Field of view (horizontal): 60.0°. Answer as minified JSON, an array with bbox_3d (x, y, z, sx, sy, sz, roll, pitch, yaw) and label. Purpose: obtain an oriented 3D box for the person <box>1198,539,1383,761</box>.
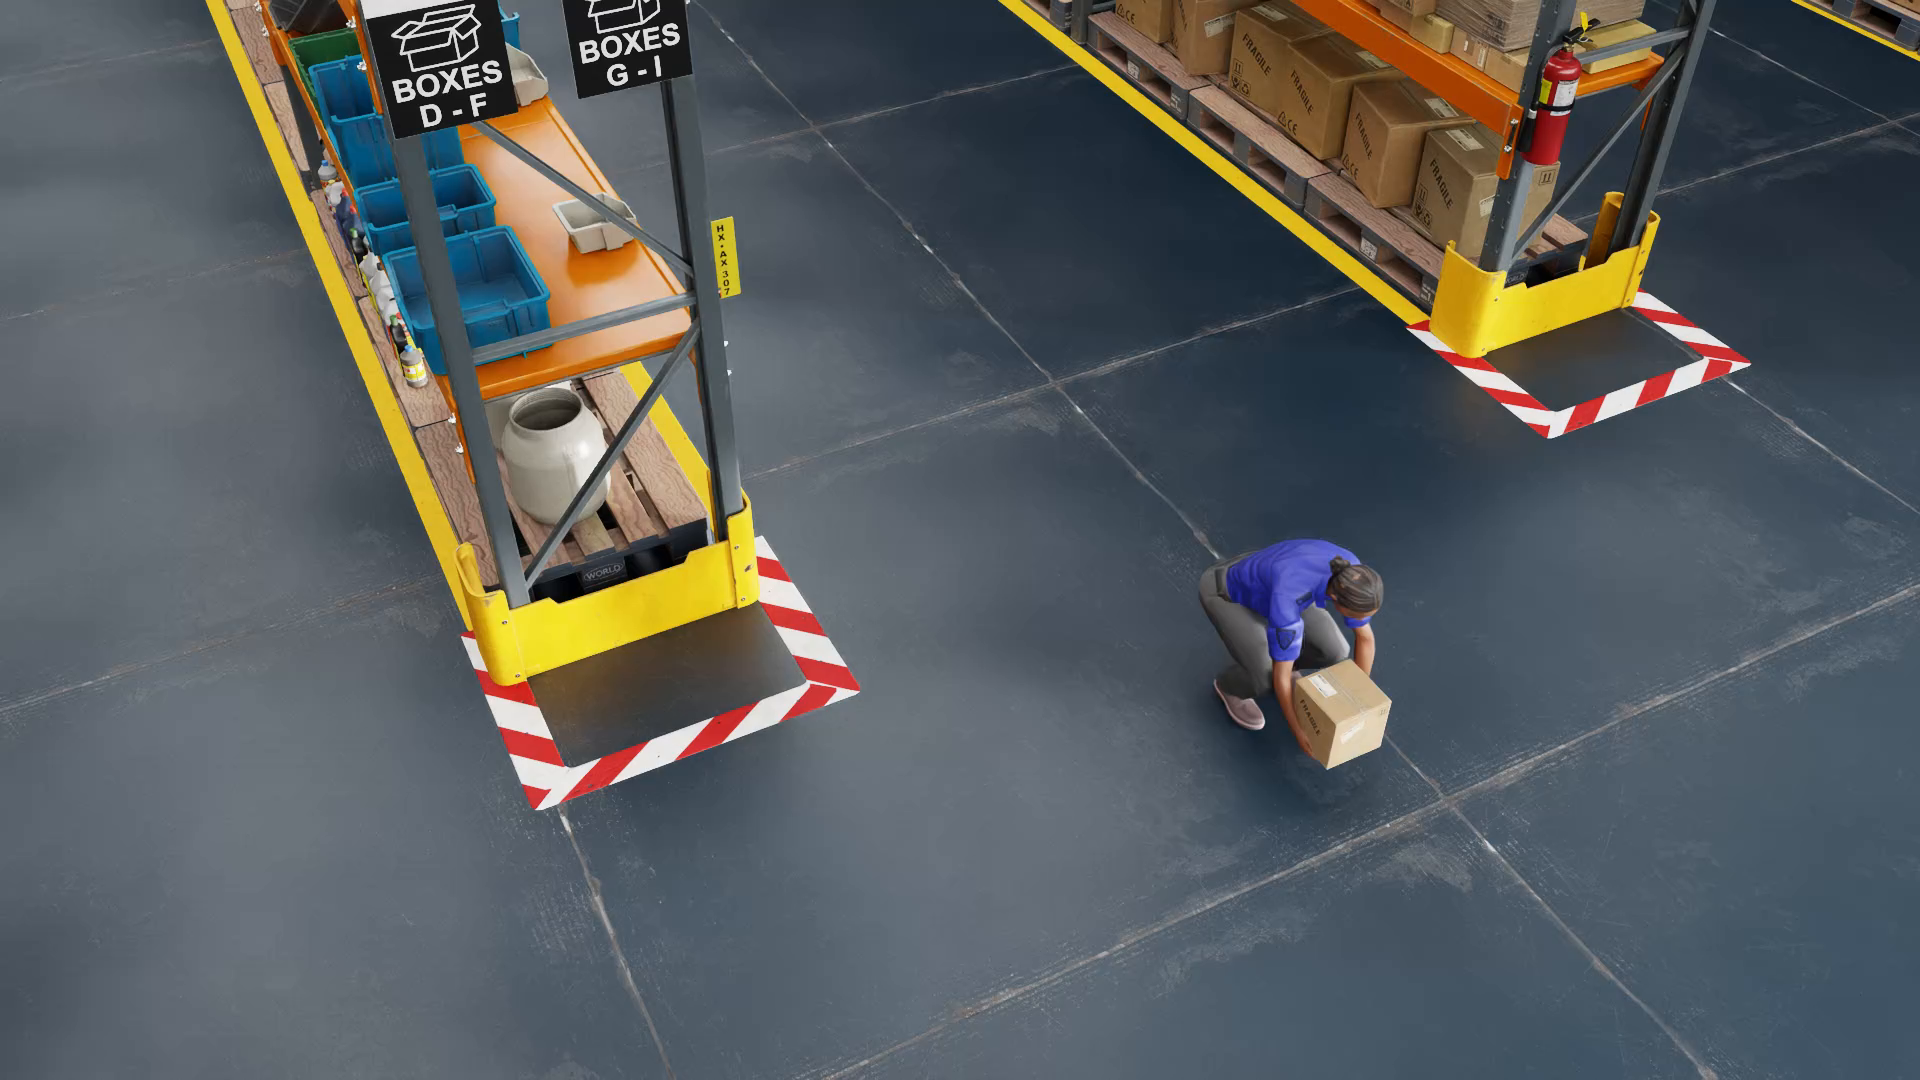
[{"bbox_3d":[1.271,0.327,6.345,0.473,0.936,0.819,-19,45,-20],"label":"person"}]
